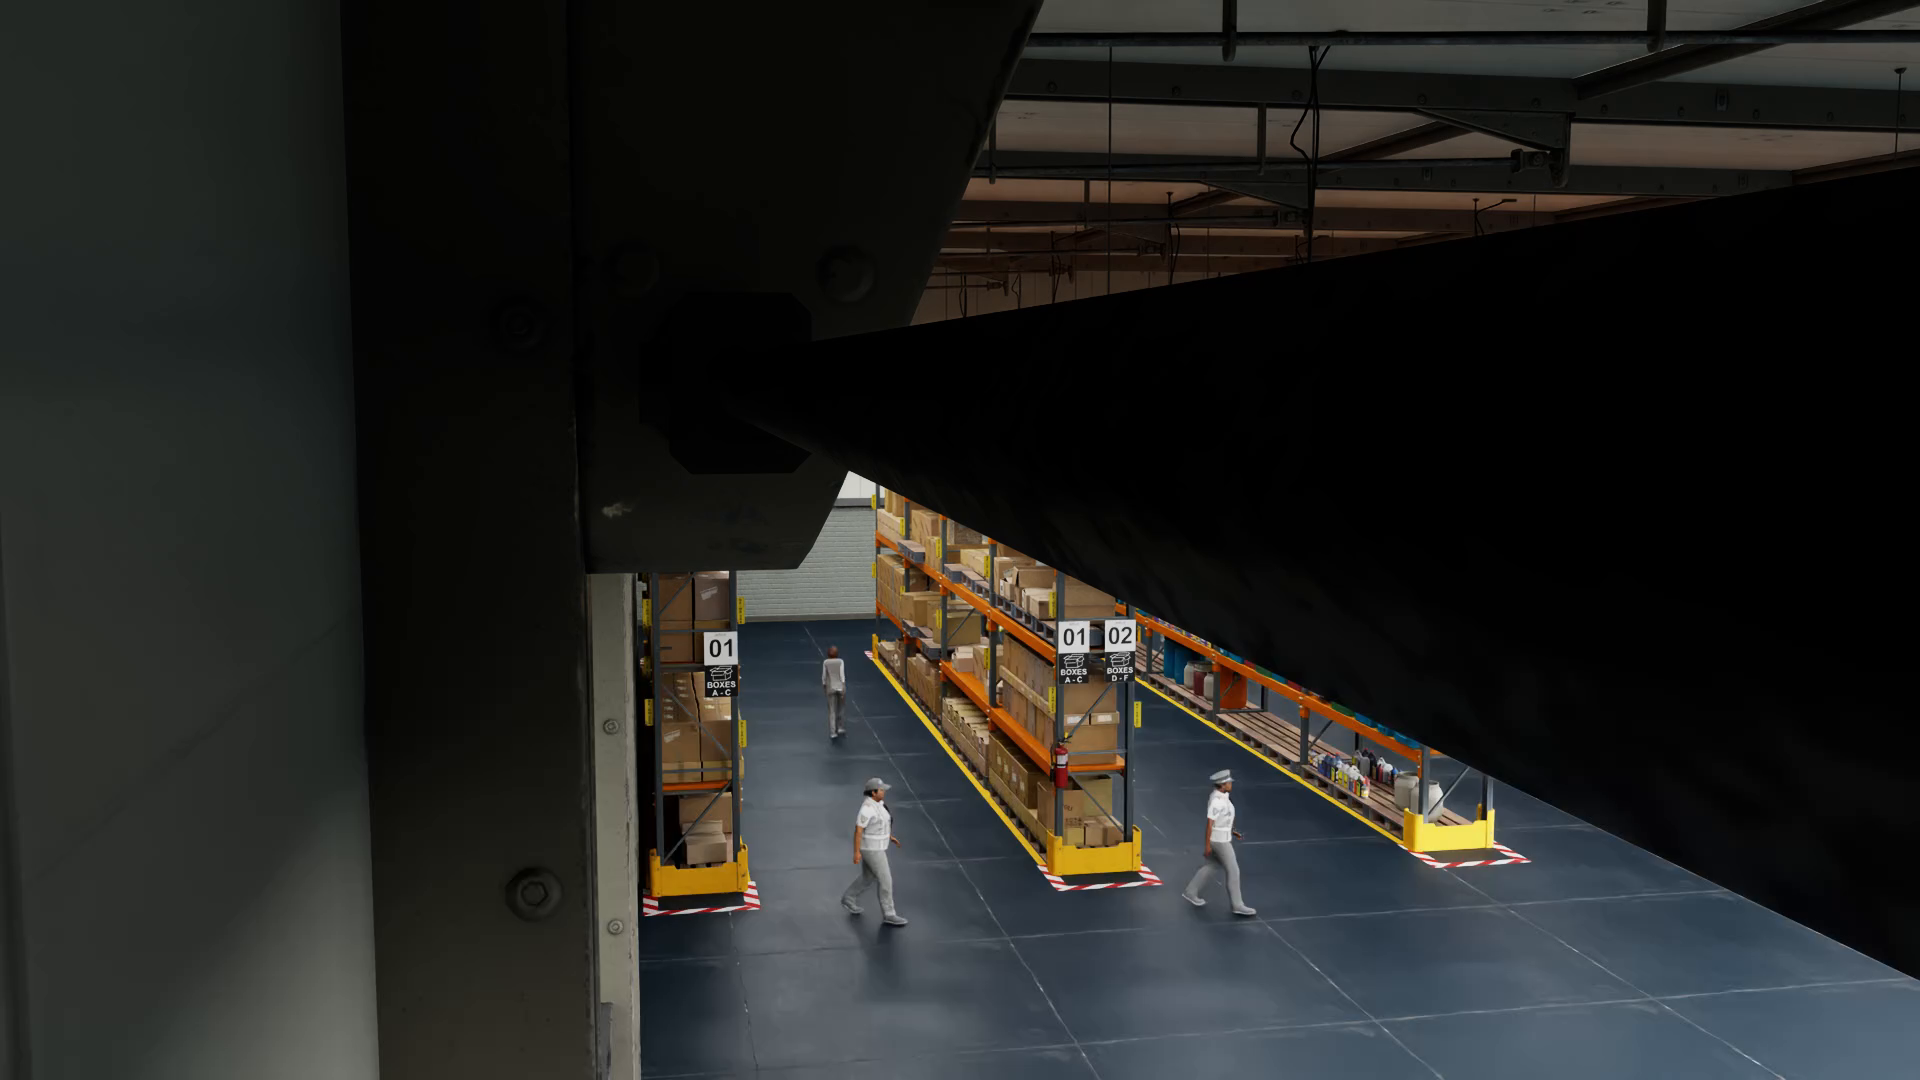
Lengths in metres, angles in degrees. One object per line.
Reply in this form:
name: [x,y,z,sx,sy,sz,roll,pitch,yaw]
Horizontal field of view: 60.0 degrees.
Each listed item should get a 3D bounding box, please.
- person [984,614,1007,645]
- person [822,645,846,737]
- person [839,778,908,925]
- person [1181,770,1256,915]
person: [0.731,1.881,34.628,0.453,1.762,0.621,-6,8,-45]
person: [-2.155,2.601,28.700,0.423,1.578,0.775,-1,6,-13]
person: [-0.988,3.546,19.153,0.832,1.636,0.568,1,6,6]
person: [3.041,3.503,19.456,0.830,1.654,0.542,0,6,4]
